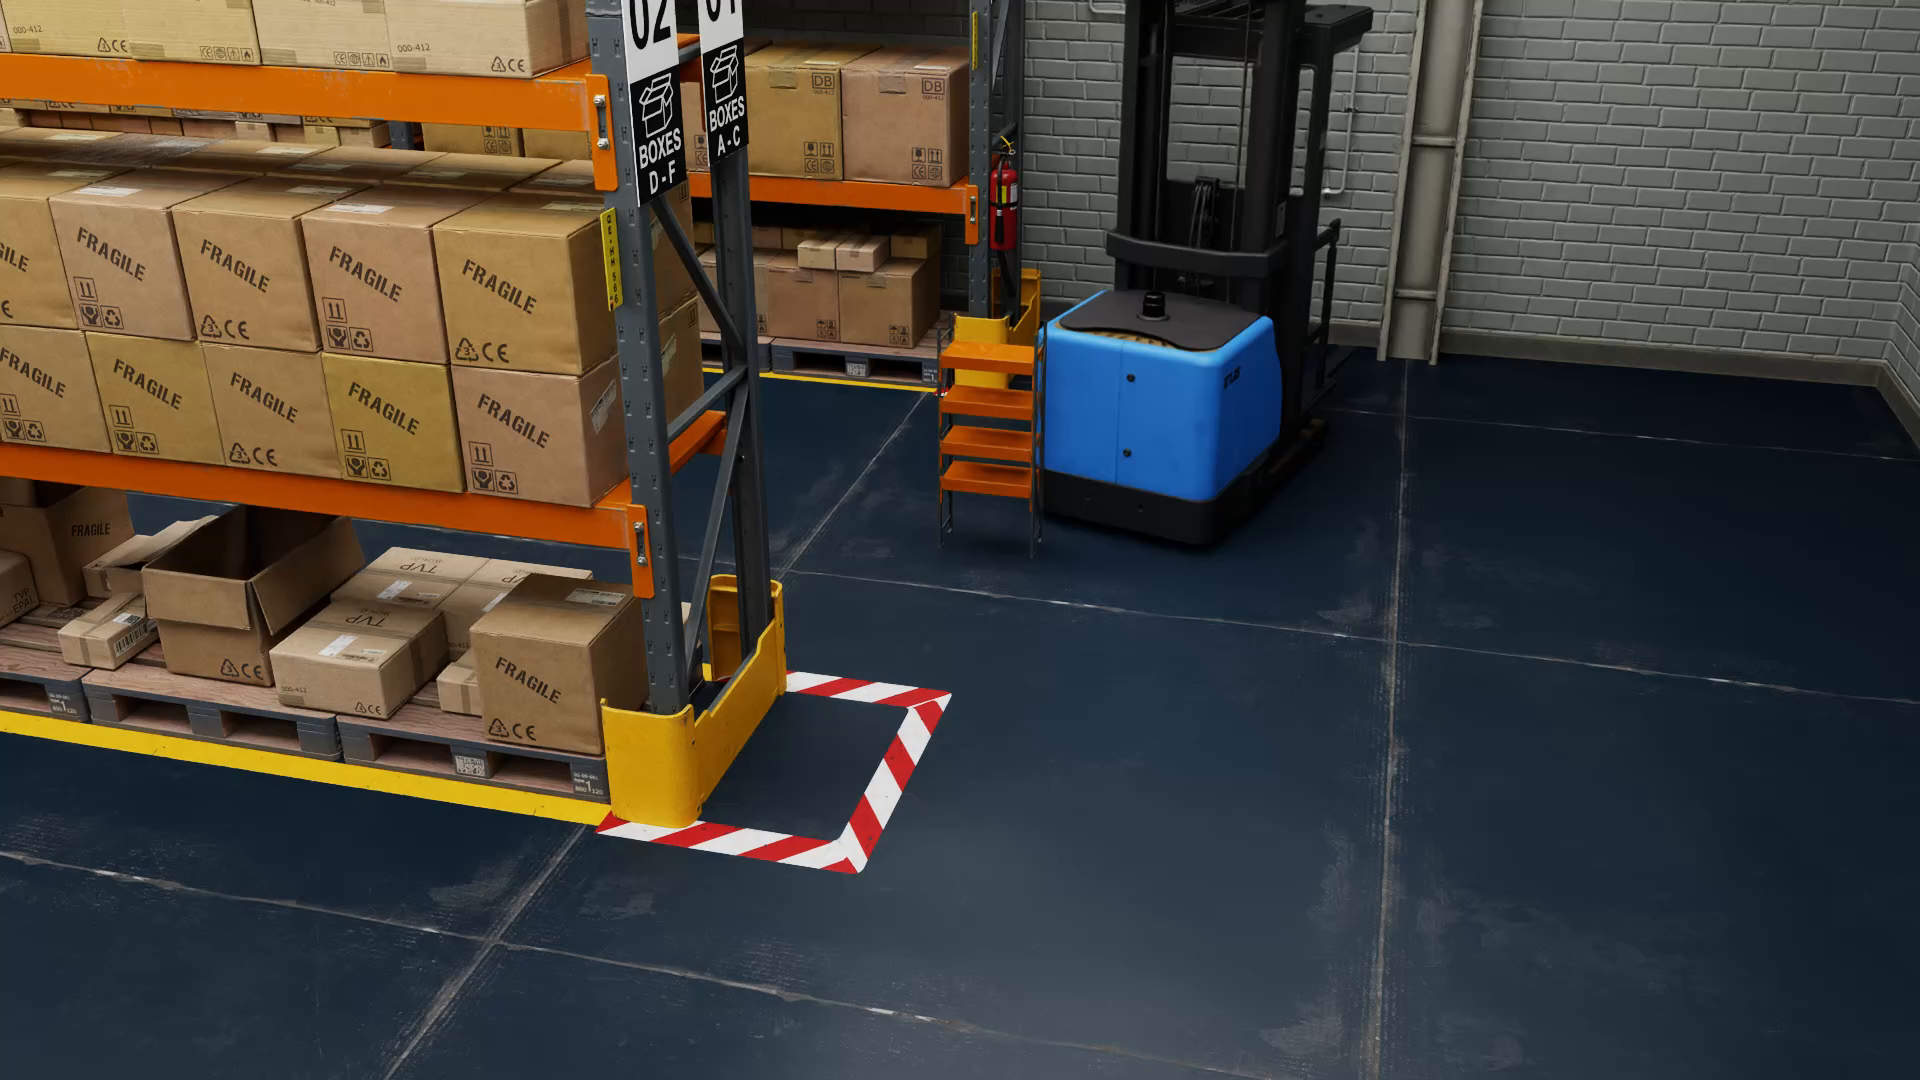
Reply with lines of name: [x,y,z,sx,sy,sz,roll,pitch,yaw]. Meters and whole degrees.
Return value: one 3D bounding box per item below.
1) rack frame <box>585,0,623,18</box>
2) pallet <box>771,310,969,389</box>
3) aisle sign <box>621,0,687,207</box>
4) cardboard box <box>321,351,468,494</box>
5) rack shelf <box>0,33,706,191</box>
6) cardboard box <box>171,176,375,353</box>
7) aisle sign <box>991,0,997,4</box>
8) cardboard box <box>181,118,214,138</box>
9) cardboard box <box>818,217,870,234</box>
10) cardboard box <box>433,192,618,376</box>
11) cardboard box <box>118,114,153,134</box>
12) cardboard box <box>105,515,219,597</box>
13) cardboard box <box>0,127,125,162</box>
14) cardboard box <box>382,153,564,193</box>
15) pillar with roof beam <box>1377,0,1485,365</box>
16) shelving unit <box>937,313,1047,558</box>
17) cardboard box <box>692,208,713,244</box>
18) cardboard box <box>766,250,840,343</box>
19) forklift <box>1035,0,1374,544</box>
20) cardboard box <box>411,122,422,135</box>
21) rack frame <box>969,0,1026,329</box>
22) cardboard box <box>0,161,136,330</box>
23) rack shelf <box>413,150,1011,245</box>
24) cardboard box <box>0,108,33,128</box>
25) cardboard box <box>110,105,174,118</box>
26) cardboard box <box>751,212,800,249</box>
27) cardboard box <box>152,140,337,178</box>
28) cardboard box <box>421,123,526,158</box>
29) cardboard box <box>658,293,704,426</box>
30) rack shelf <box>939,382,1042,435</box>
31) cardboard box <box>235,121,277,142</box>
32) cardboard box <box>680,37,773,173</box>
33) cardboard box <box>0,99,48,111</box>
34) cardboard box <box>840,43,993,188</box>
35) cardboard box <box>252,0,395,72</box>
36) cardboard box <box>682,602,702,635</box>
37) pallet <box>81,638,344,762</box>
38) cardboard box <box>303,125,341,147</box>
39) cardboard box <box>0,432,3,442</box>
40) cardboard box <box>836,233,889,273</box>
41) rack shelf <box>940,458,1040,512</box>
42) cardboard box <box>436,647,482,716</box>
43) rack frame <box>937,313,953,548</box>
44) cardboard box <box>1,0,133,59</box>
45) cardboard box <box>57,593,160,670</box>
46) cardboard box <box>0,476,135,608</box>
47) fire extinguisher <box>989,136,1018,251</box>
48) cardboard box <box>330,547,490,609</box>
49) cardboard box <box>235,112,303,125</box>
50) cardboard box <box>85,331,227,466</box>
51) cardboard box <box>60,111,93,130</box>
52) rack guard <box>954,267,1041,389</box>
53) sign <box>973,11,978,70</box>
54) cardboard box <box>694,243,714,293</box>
rack frame: [-0.991,-3.197,4.997,0.127,3.000,1.000,6,26,13]
pallet: [-0.555,-1.345,11.330,1.213,0.211,1.003,6,26,13]
aisle sign: [-1.001,-1.527,5.445,0.004,0.787,0.394,6,26,13]
cardboard box: [-1.996,-0.522,6.241,0.500,0.500,0.500,7,26,13]
rack shelf: [-2.928,-1.732,6.246,4.000,0.370,1.077,6,26,13]
cardboard box: [-2.483,-1.026,6.135,0.500,0.500,0.500,7,26,14]
aisle sign: [0.234,-3.592,9.782,0.004,0.787,0.394,6,26,13]
cardboard box: [-5.252,-2.948,11.721,0.250,0.149,0.380,6,26,12]
cardboard box: [-0.783,-2.062,11.257,0.250,0.149,0.380,6,26,13]
cardboard box: [-1.490,-0.918,5.910,0.500,0.500,0.500,6,26,13]
cardboard box: [-5.759,-3.012,11.856,0.250,0.149,0.380,6,26,13]
cardboard box: [-3.516,0.122,7.621,0.500,0.311,0.500,6,26,13]
cardboard box: [-3.814,-1.413,6.949,0.500,0.500,0.500,6,26,12]
cardboard box: [-1.863,-1.195,6.491,0.500,0.500,0.500,7,26,14]
pillar with roof beam: [1.998,-3.539,5.714,0.400,9.000,9.100,6,26,13]
shelving unit: [0.160,-0.524,8.455,0.503,1.200,0.258,6,26,13]
cardboard box: [-1.766,-2.171,11.484,0.250,0.149,0.380,6,26,12]
cardboard box: [-0.948,-1.699,11.249,0.500,0.500,0.700,6,26,13]
forklift: [1.552,-1.896,9.323,1.130,2.935,3.031,14,29,26]
cardboard box: [-3.910,-2.994,11.817,0.250,0.149,0.380,5,26,11]
rack frame: [0.239,-2.551,10.619,0.127,3.000,1.000,6,26,13]
cardboard box: [-3.481,-1.135,6.366,0.500,0.500,0.500,6,26,11]
rack shelf: [-1.698,-2.440,11.223,4.000,0.370,1.077,6,26,13]
cardboard box: [-6.769,-3.077,11.993,0.250,0.149,0.380,7,26,15]
cardboard box: [-5.610,-3.272,11.647,0.500,0.500,0.500,7,26,14]
cardboard box: [-1.272,-2.116,11.370,0.250,0.149,0.380,7,26,14]
cardboard box: [-2.839,-1.305,6.722,0.500,0.500,0.500,6,26,13]
cardboard box: [-3.113,-3.050,11.318,0.700,0.700,0.980,7,26,14]
cardboard box: [-1.355,-0.691,6.595,0.500,0.500,0.500,7,26,14]
rack shelf: [0.160,-0.665,8.388,0.480,0.148,0.258,6,26,13]
cardboard box: [-4.793,-2.861,11.539,0.250,0.149,0.380,6,26,13]
cardboard box: [-1.701,-2.896,10.994,0.700,0.700,0.980,5,26,10]
cardboard box: [-6.597,-3.378,11.869,0.500,0.500,0.500,7,26,15]
cardboard box: [-0.257,-2.737,10.661,0.700,0.700,0.980,8,26,15]
cardboard box: [-2.036,-1.778,5.681,0.500,0.250,0.500,6,26,13]
cardboard box: [-1.311,0.412,7.199,0.250,0.149,0.380,6,26,13]
pallet: [-3.015,0.546,7.358,1.213,0.211,1.003,6,26,13]
cardboard box: [-4.283,-2.811,11.433,0.250,0.149,0.380,7,26,14]
cardboard box: [-3.942,-0.740,6.699,0.500,0.500,0.500,7,26,14]
cardboard box: [-0.633,-1.876,10.866,0.250,0.149,0.380,6,26,12]
rack shelf: [0.160,-0.284,8.569,0.480,0.148,0.258,6,26,13]
cardboard box: [-1.949,0.556,6.878,0.250,0.166,0.380,6,26,13]
rack frame: [-0.076,-0.550,8.510,0.015,1.200,0.240,6,26,13]
cardboard box: [-3.003,-1.887,5.909,0.500,0.250,0.500,6,26,13]
cardboard box: [-3.672,0.387,7.231,0.250,0.166,0.380,6,26,13]
cardboard box: [-4.242,-0.044,7.749,0.500,0.500,0.500,6,26,13]
fire extinguisher: [0.270,-2.140,10.278,0.183,0.674,0.296,6,26,13]
cardboard box: [-2.415,0.271,7.378,0.500,0.250,0.500,6,26,13]
cardboard box: [-4.641,-3.163,11.418,0.500,0.500,0.500,7,26,13]
cardboard box: [-2.965,-0.632,6.472,0.500,0.500,0.500,6,26,12]
cardboard box: [-6.241,-3.078,11.994,0.250,0.149,0.380,7,26,14]
rack guard: [0.263,-1.420,11.151,0.348,0.500,1.175,6,26,13]
sign: [0.091,-2.957,9.848,0.005,0.325,0.100,6,26,13]
cardboard box: [-1.954,-1.807,11.475,0.500,0.500,0.700,7,26,14]
